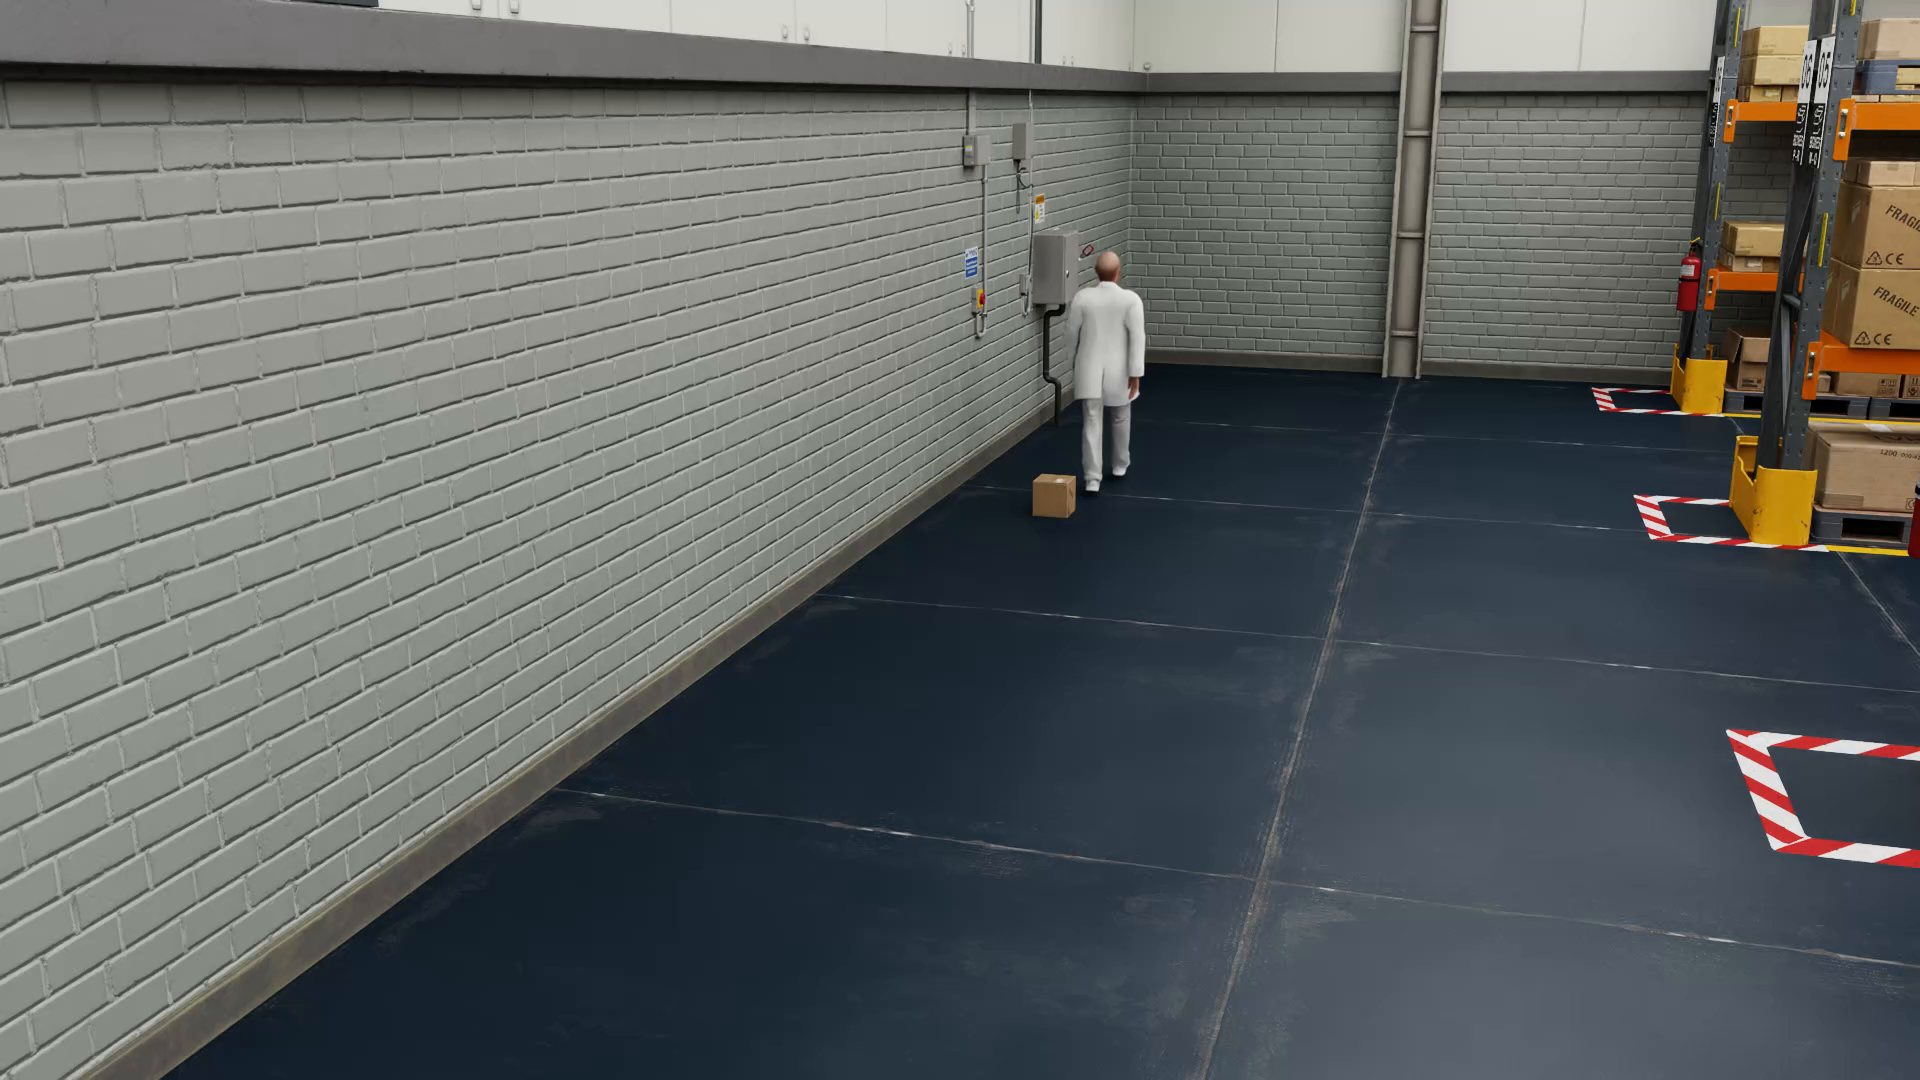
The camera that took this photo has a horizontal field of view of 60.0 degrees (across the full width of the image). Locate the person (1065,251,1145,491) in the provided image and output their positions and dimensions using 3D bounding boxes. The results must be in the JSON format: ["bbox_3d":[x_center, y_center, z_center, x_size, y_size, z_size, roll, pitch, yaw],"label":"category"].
[{"bbox_3d":[1.076,-1.288,12.400,0.585,1.740,0.997,1,15,5],"label":"person"}]
